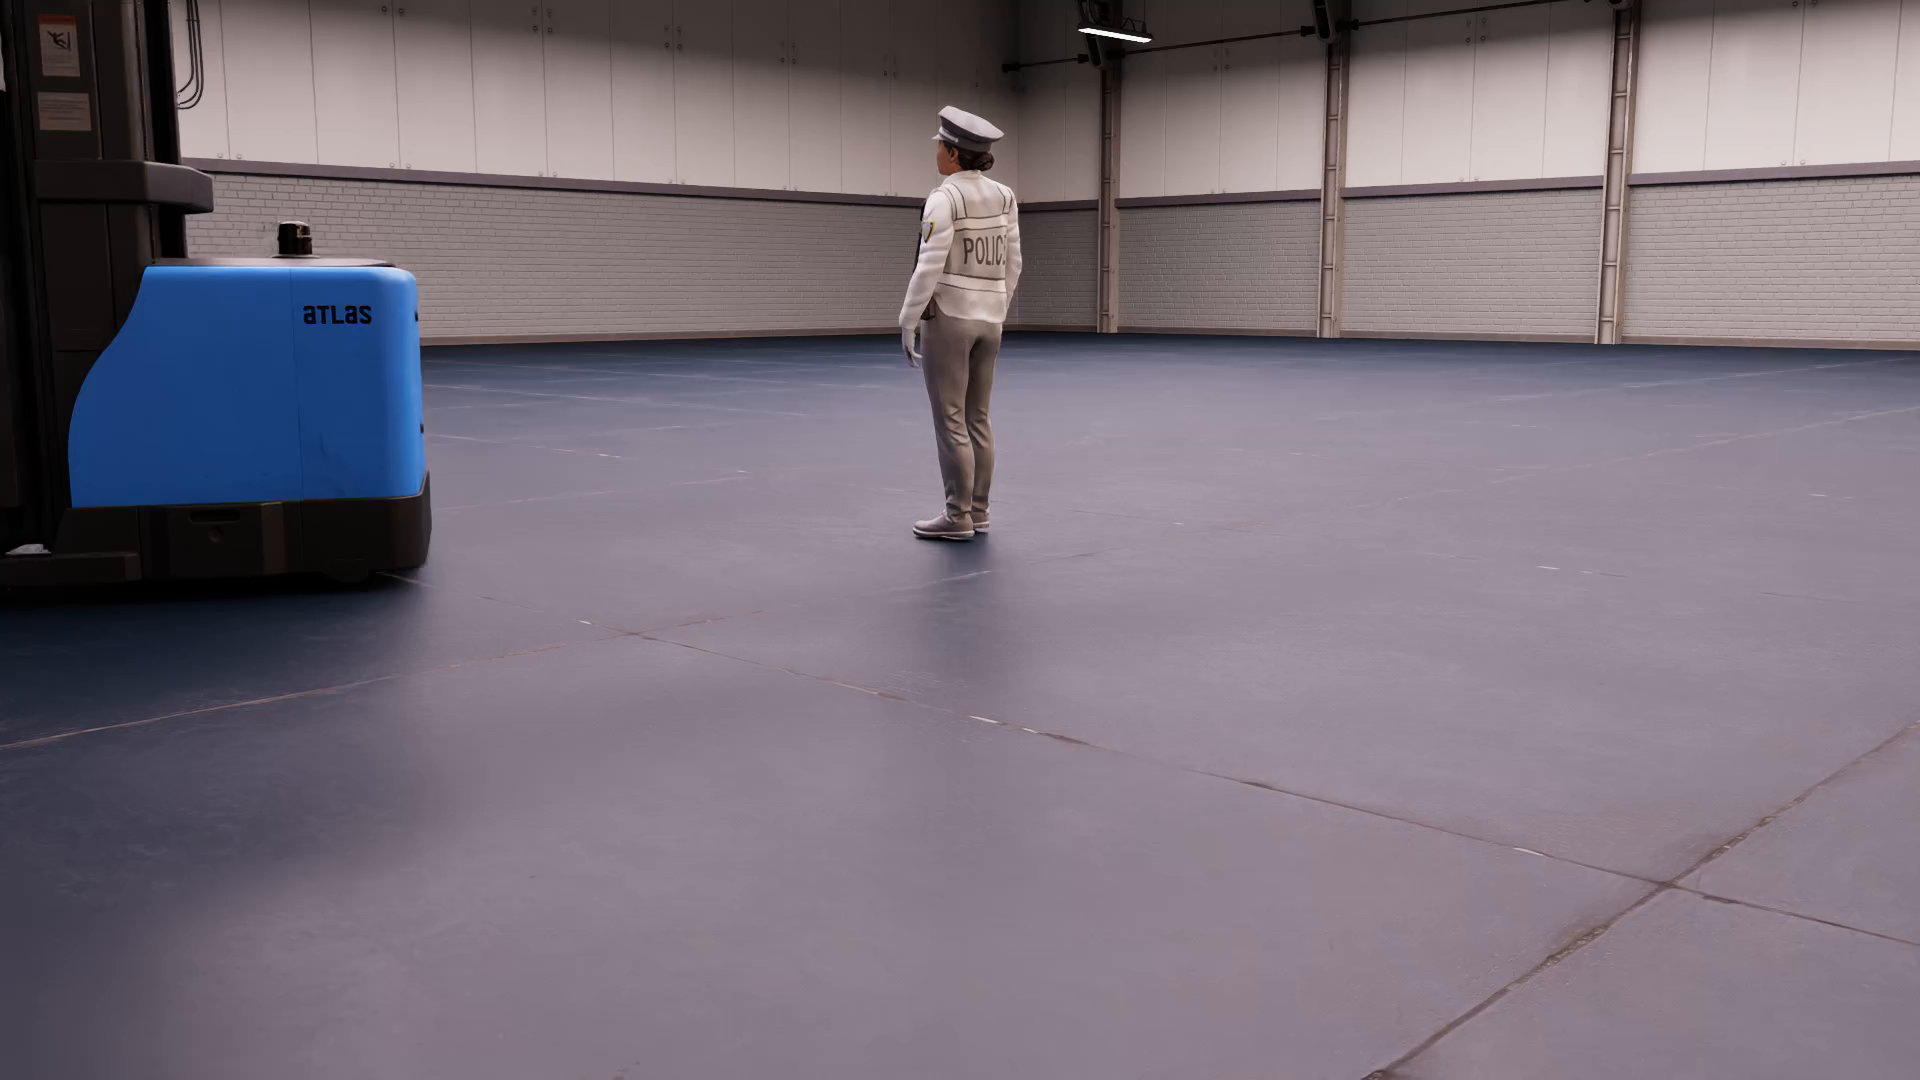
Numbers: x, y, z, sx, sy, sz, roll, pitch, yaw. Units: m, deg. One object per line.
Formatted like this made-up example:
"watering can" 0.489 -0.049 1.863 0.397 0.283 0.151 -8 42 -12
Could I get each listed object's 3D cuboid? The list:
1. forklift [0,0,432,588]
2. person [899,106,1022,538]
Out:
"forklift" -3.410 -1.298 5.492 3.031 2.935 1.130 -2 9 -16
"person" -0.044 -0.853 6.641 0.533 1.696 0.588 8 12 43
